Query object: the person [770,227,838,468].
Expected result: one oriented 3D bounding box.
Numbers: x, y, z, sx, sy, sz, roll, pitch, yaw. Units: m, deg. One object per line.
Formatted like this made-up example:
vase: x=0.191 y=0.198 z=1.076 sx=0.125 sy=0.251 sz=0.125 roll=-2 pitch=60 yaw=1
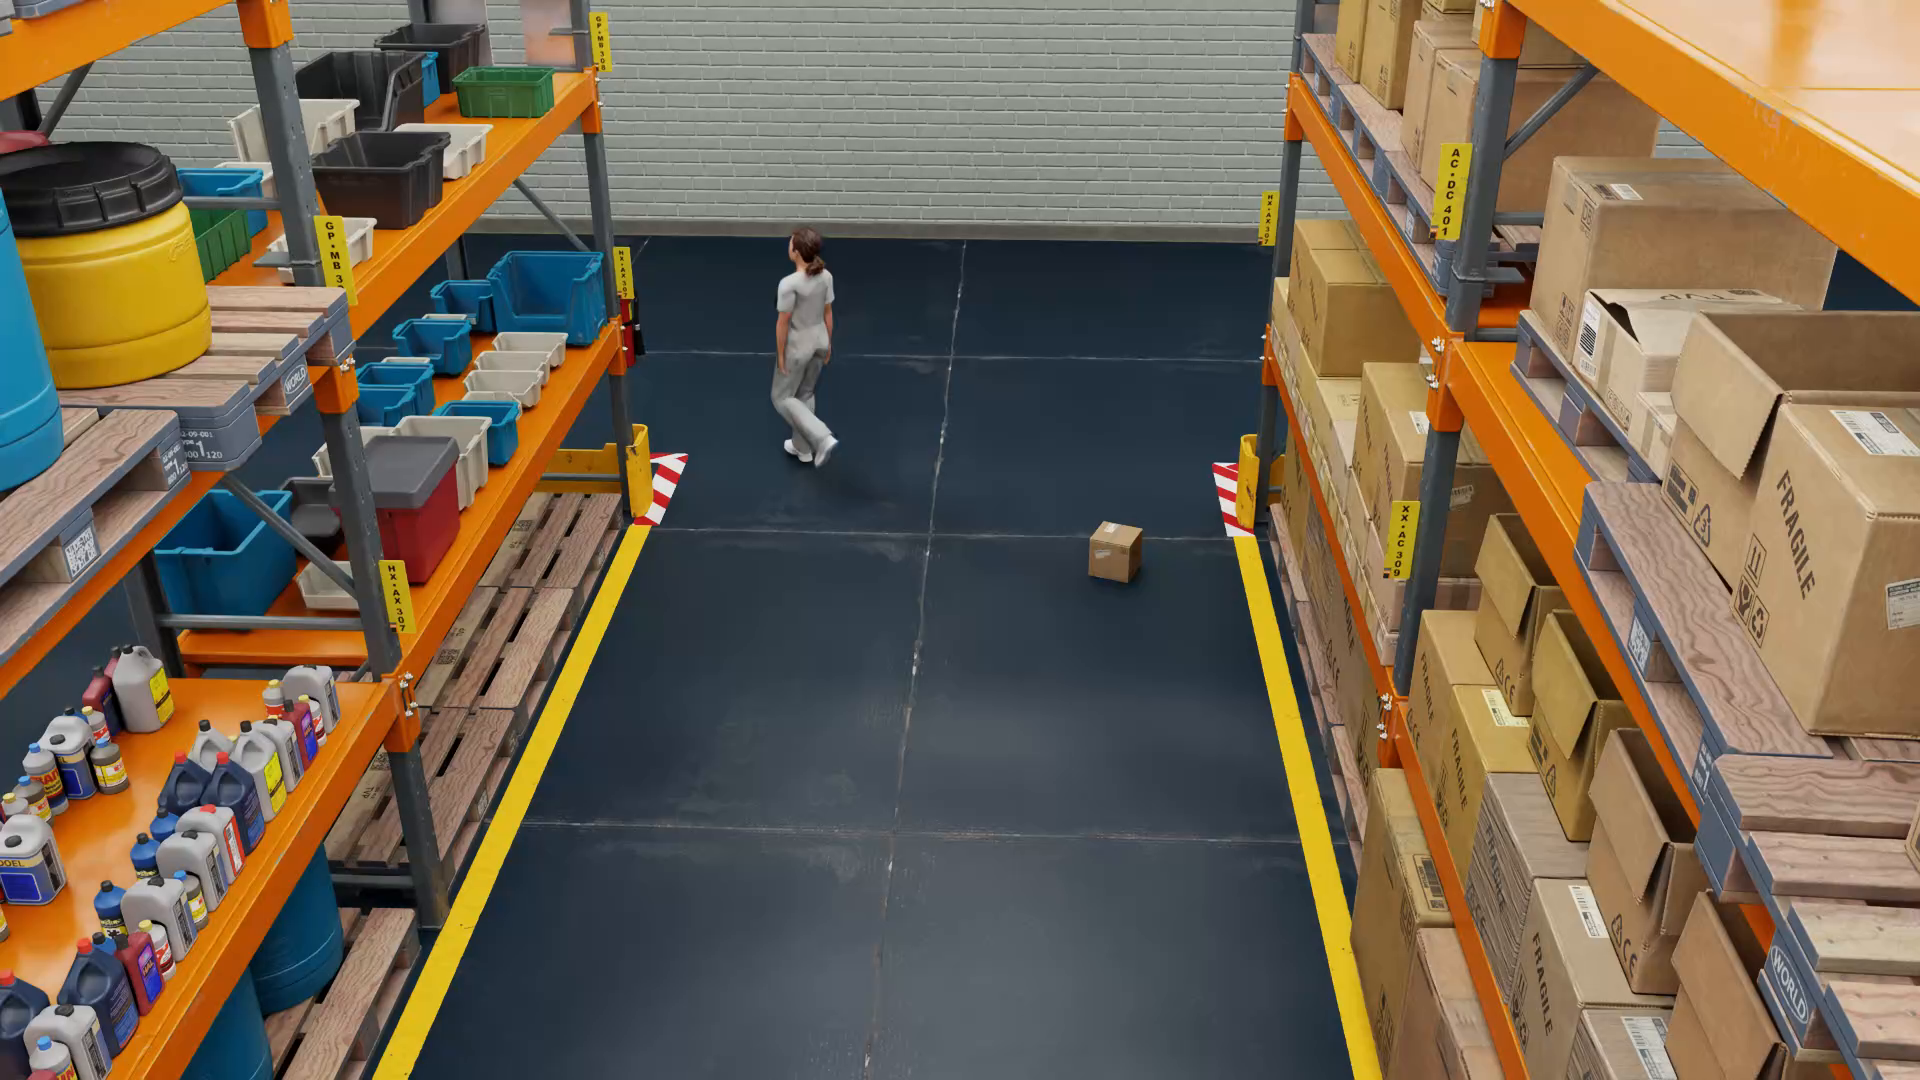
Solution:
person: x=-1.007 y=-1.241 z=10.921 sx=0.447 sy=1.648 sz=0.683 roll=-25 pitch=37 yaw=-38
